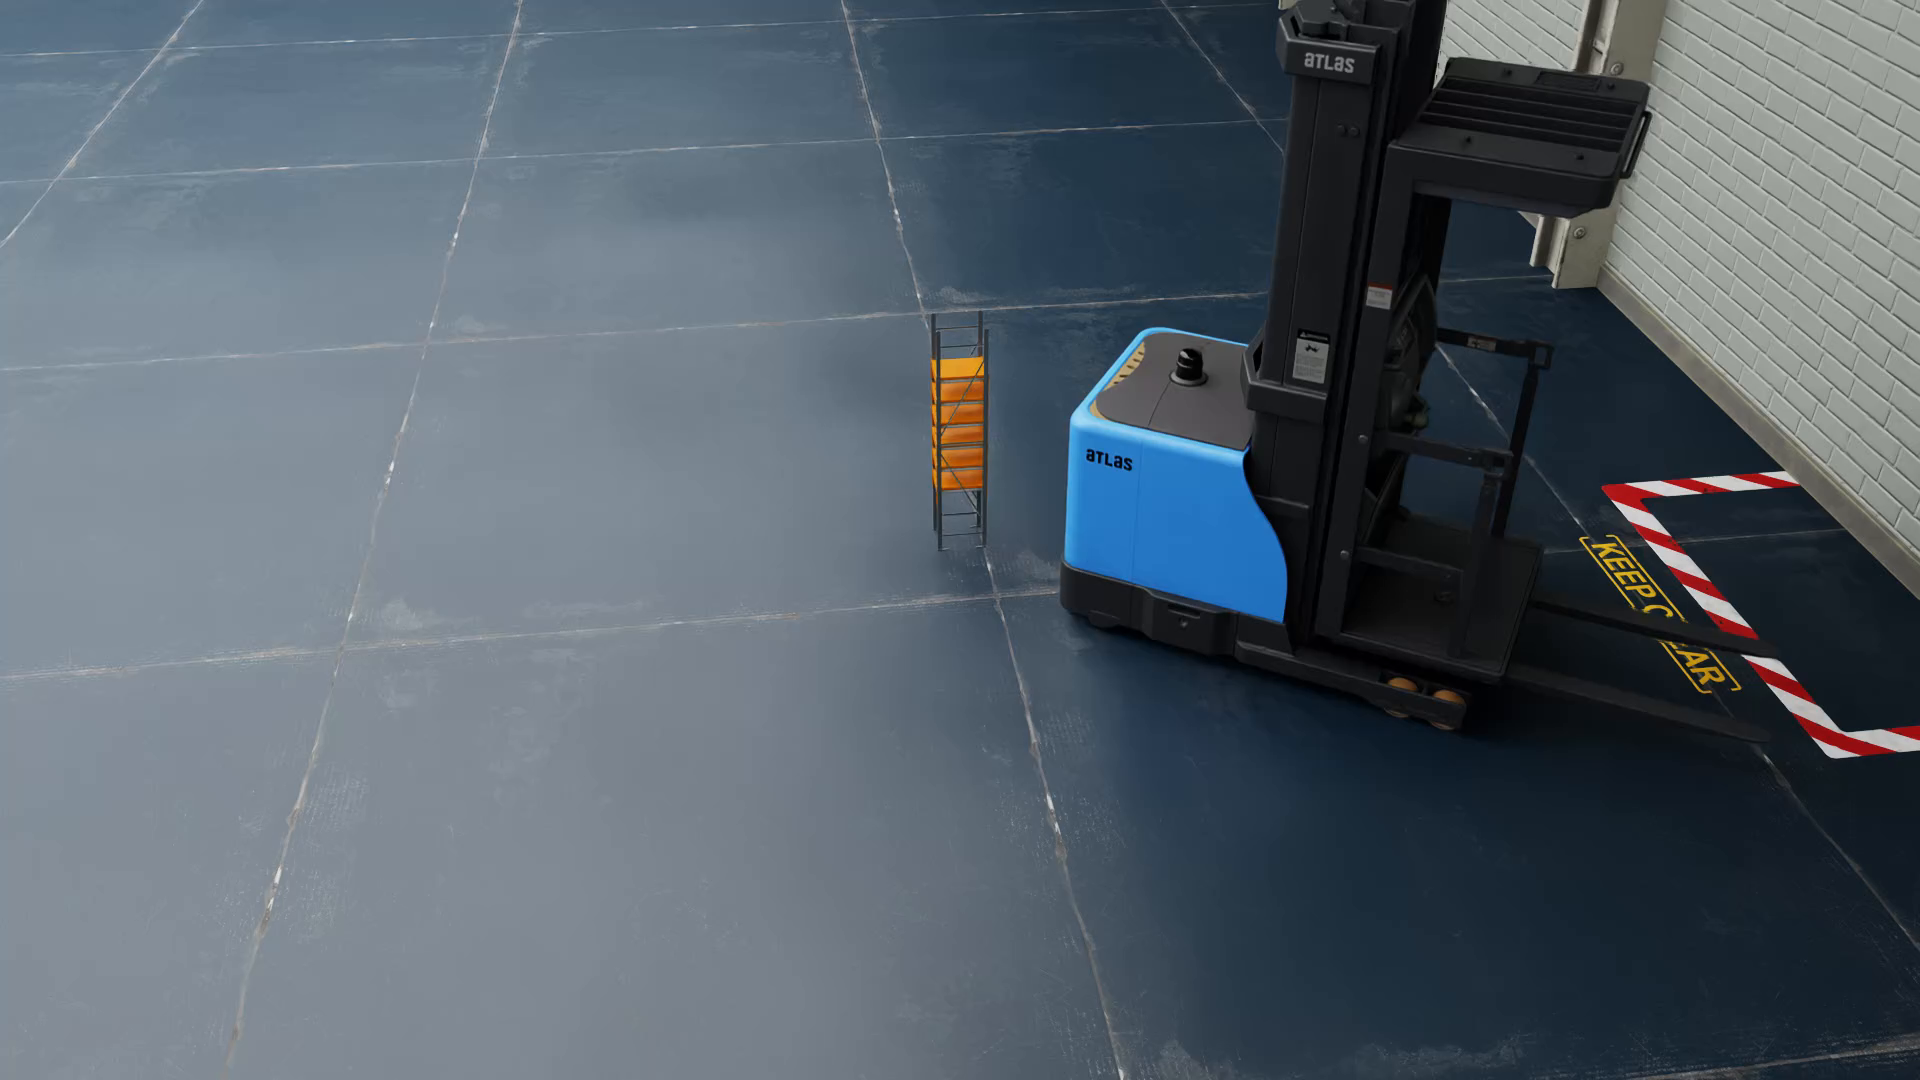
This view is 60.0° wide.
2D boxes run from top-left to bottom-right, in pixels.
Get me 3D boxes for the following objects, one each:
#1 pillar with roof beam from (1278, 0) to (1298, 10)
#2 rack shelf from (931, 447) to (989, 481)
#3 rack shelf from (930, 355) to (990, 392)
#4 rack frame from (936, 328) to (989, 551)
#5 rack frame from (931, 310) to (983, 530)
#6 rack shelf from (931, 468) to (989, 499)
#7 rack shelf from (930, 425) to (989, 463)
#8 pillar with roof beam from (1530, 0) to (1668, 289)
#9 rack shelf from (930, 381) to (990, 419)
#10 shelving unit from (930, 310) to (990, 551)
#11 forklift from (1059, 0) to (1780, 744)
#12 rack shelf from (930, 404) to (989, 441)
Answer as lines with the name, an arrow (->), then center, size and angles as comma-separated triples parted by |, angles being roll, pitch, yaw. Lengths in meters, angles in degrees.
pillar with roof beam -> -1.155, -8.462, 12.676 | 9.100, 9.000, 0.400 | -4, 35, -6
rack shelf -> -0.002, -0.368, 8.017 | 0.258, 0.103, 0.180 | -4, 35, -6
rack shelf -> -0.002, -0.765, 7.746 | 0.258, 0.103, 0.180 | -4, 35, -6
rack frame -> 0.010, -0.453, 7.849 | 0.240, 1.200, 0.006 | -4, 35, -6
rack frame -> -0.014, -0.555, 7.999 | 0.240, 1.200, 0.006 | -4, 35, -6
rack shelf -> -0.002, -0.269, 8.084 | 0.258, 0.103, 0.180 | -4, 35, -6
rack shelf -> -0.002, -0.467, 7.949 | 0.258, 0.103, 0.180 | -4, 35, -6
pillar with roof beam -> -0.348, -5.114, 7.763 | 9.100, 9.000, 0.400 | -4, 35, -6
rack shelf -> -0.002, -0.665, 7.814 | 0.258, 0.103, 0.180 | -4, 35, -6
shelving unit -> -0.002, -0.504, 7.924 | 0.258, 1.200, 0.189 | -4, 35, -6
forklift -> 2.020, -0.747, 6.744 | 3.031, 2.935, 1.130 | 15, 37, 21
rack shelf -> -0.002, -0.566, 7.881 | 0.258, 0.103, 0.180 | -4, 35, -6
